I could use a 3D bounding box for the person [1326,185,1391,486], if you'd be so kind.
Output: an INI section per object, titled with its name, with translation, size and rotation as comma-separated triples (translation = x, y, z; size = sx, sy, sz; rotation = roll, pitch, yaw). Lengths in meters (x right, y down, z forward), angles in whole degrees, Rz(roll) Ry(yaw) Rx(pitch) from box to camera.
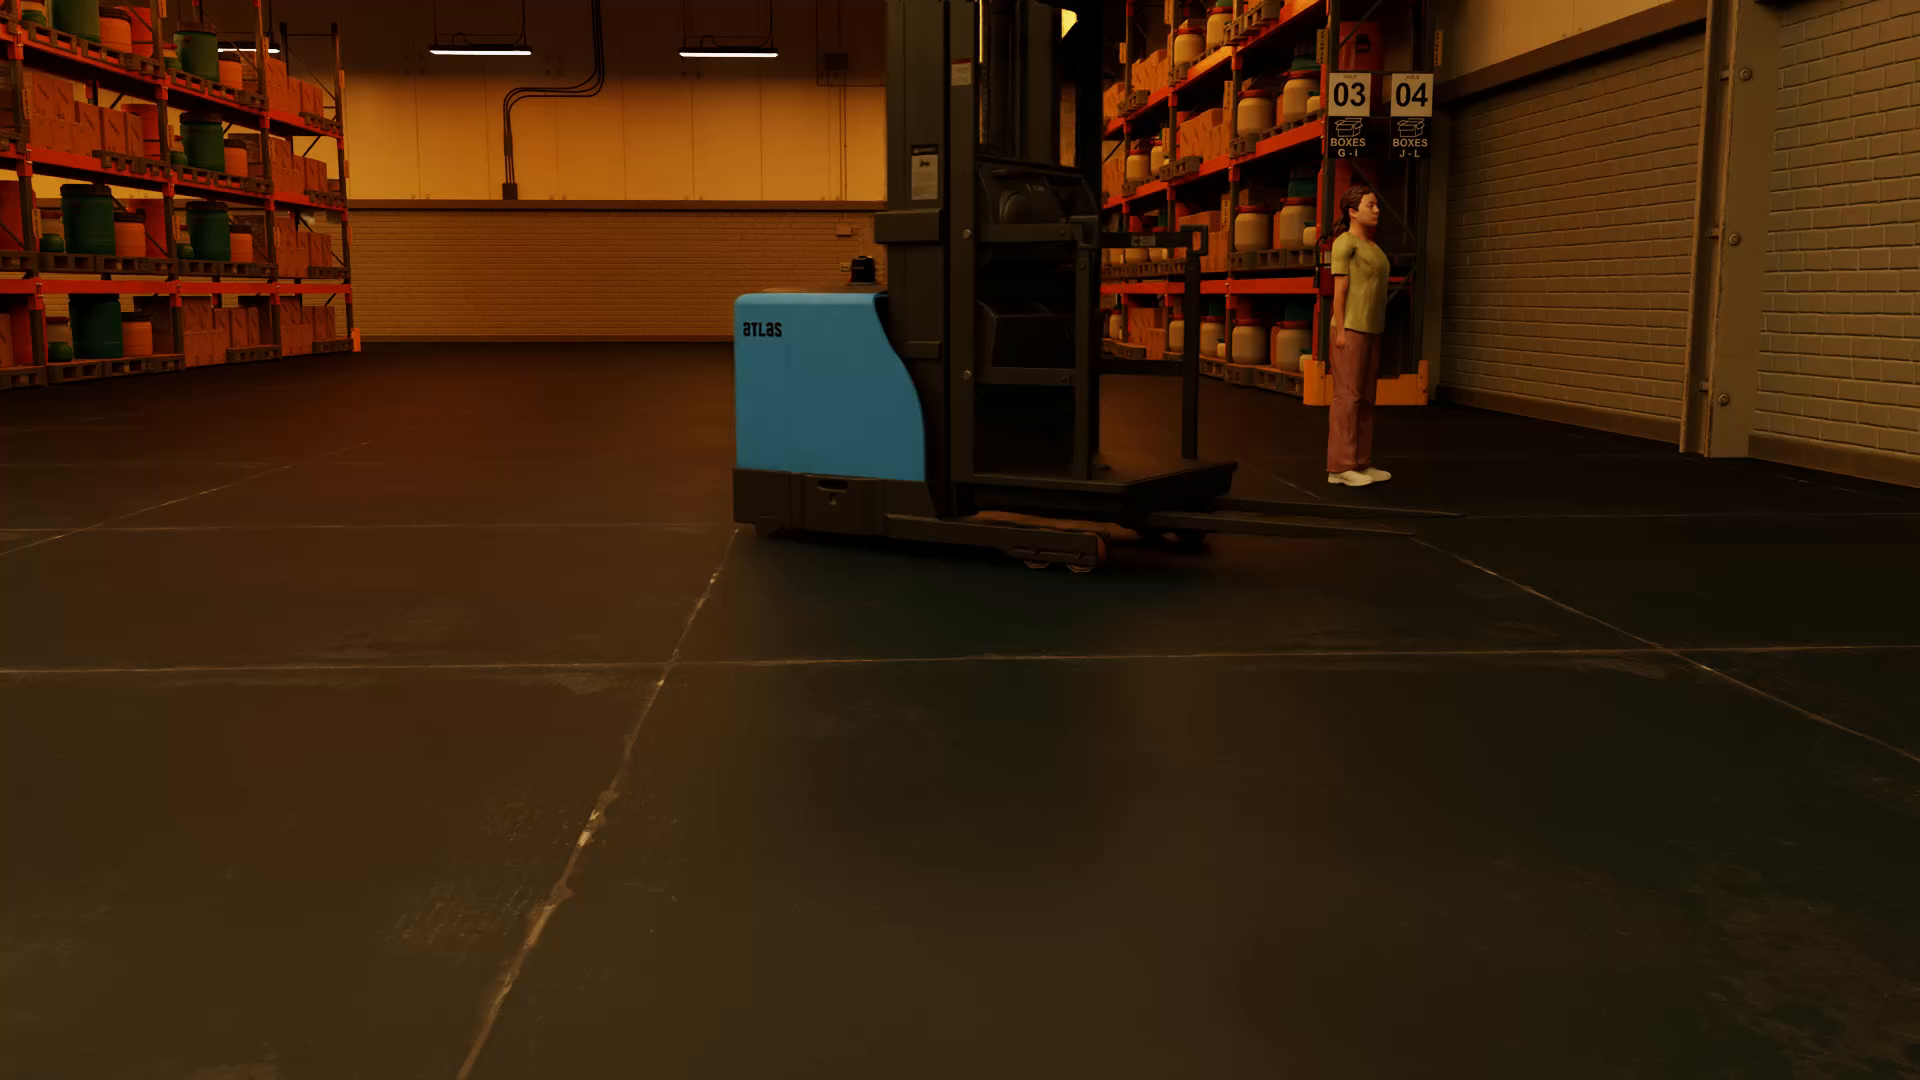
[person]
translation = 2.263, -1.158, 9.422
size = 0.383, 1.671, 0.438
rotation = 6, 10, 35

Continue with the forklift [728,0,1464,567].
[forklift]
translation = 0.579, -1.430, 6.958
size = 3.031, 2.935, 1.130
rotation = 3, 9, 17
